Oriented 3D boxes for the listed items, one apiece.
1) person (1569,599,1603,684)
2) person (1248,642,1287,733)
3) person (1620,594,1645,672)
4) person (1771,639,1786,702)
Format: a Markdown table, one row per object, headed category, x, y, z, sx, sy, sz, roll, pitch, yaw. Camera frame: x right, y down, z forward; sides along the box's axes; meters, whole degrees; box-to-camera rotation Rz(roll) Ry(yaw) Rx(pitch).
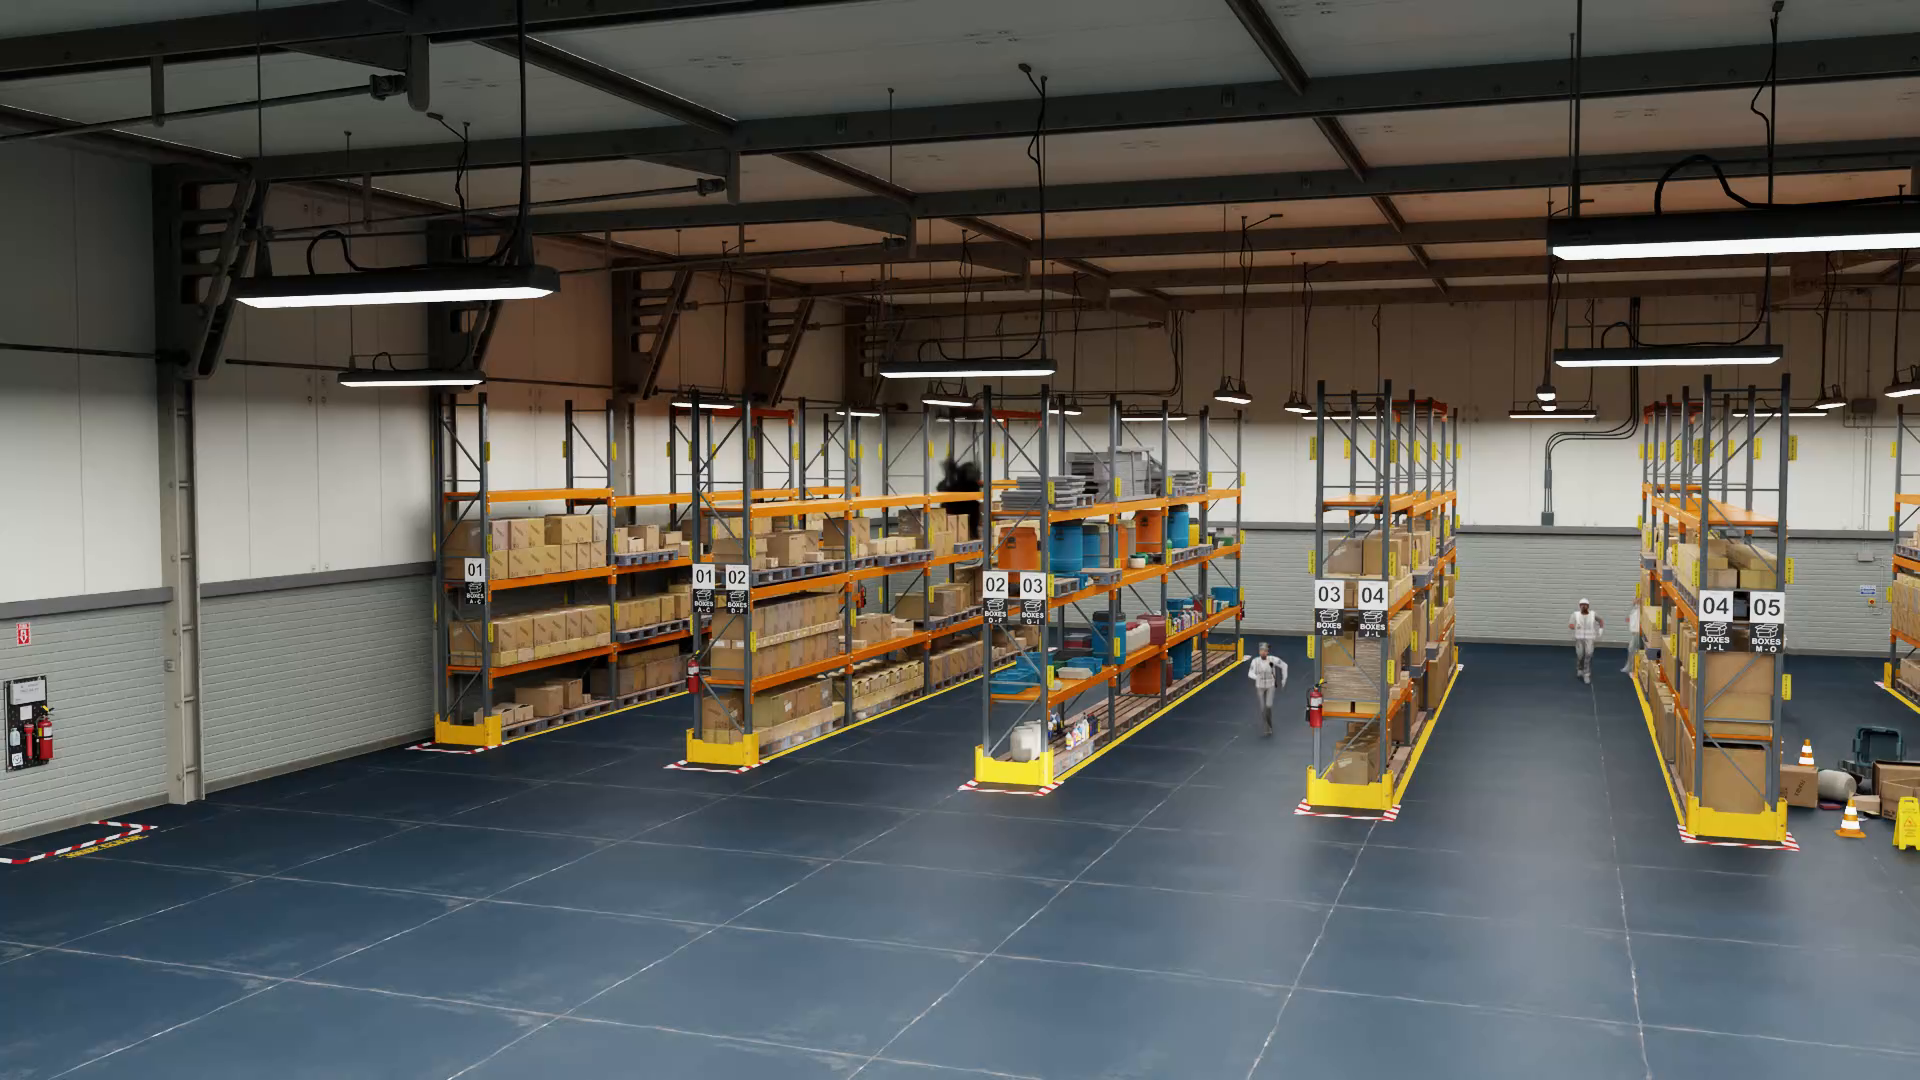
| category | x | y | z | sx | sy | sz | roll | pitch | yaw |
| --- | --- | --- | --- | --- | --- | --- | --- | --- | --- |
| person | 13.646 | 2.183 | 36.299 | 0.689 | 1.802 | 0.905 | 1 | 3 | 24 |
| person | 5.399 | 2.611 | 29.240 | 0.649 | 1.638 | 0.704 | 1 | 3 | 18 |
| person | 15.388 | 2.089 | 37.678 | 0.895 | 1.795 | 0.690 | 0 | 3 | 4 |
| person | 16.084 | 2.406 | 33.010 | 0.555 | 1.746 | 0.686 | 1 | 3 | 12 |
